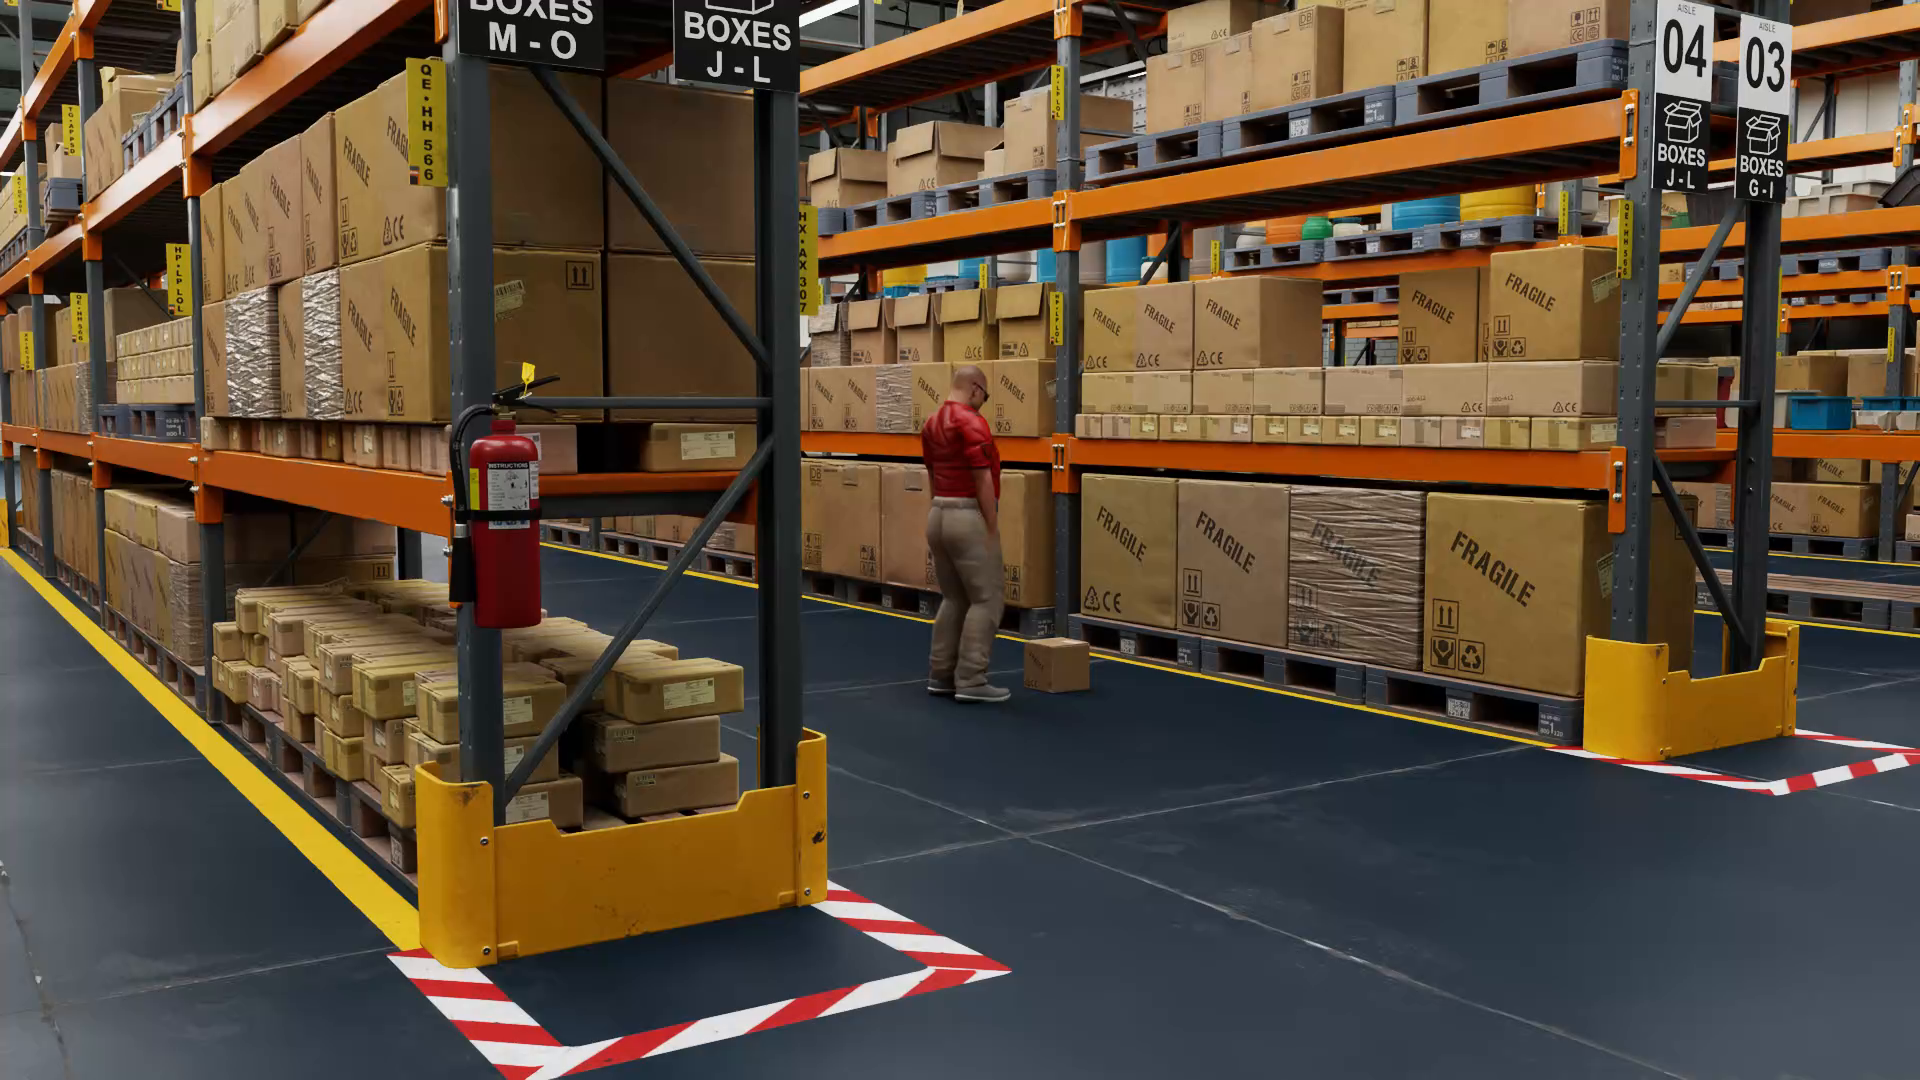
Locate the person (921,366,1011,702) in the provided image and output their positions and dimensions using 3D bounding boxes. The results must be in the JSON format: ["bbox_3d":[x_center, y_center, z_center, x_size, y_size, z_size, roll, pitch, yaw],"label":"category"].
[{"bbox_3d":[0.017,-0.038,8.569,0.359,1.714,0.538,-3,5,-33],"label":"person"}]
